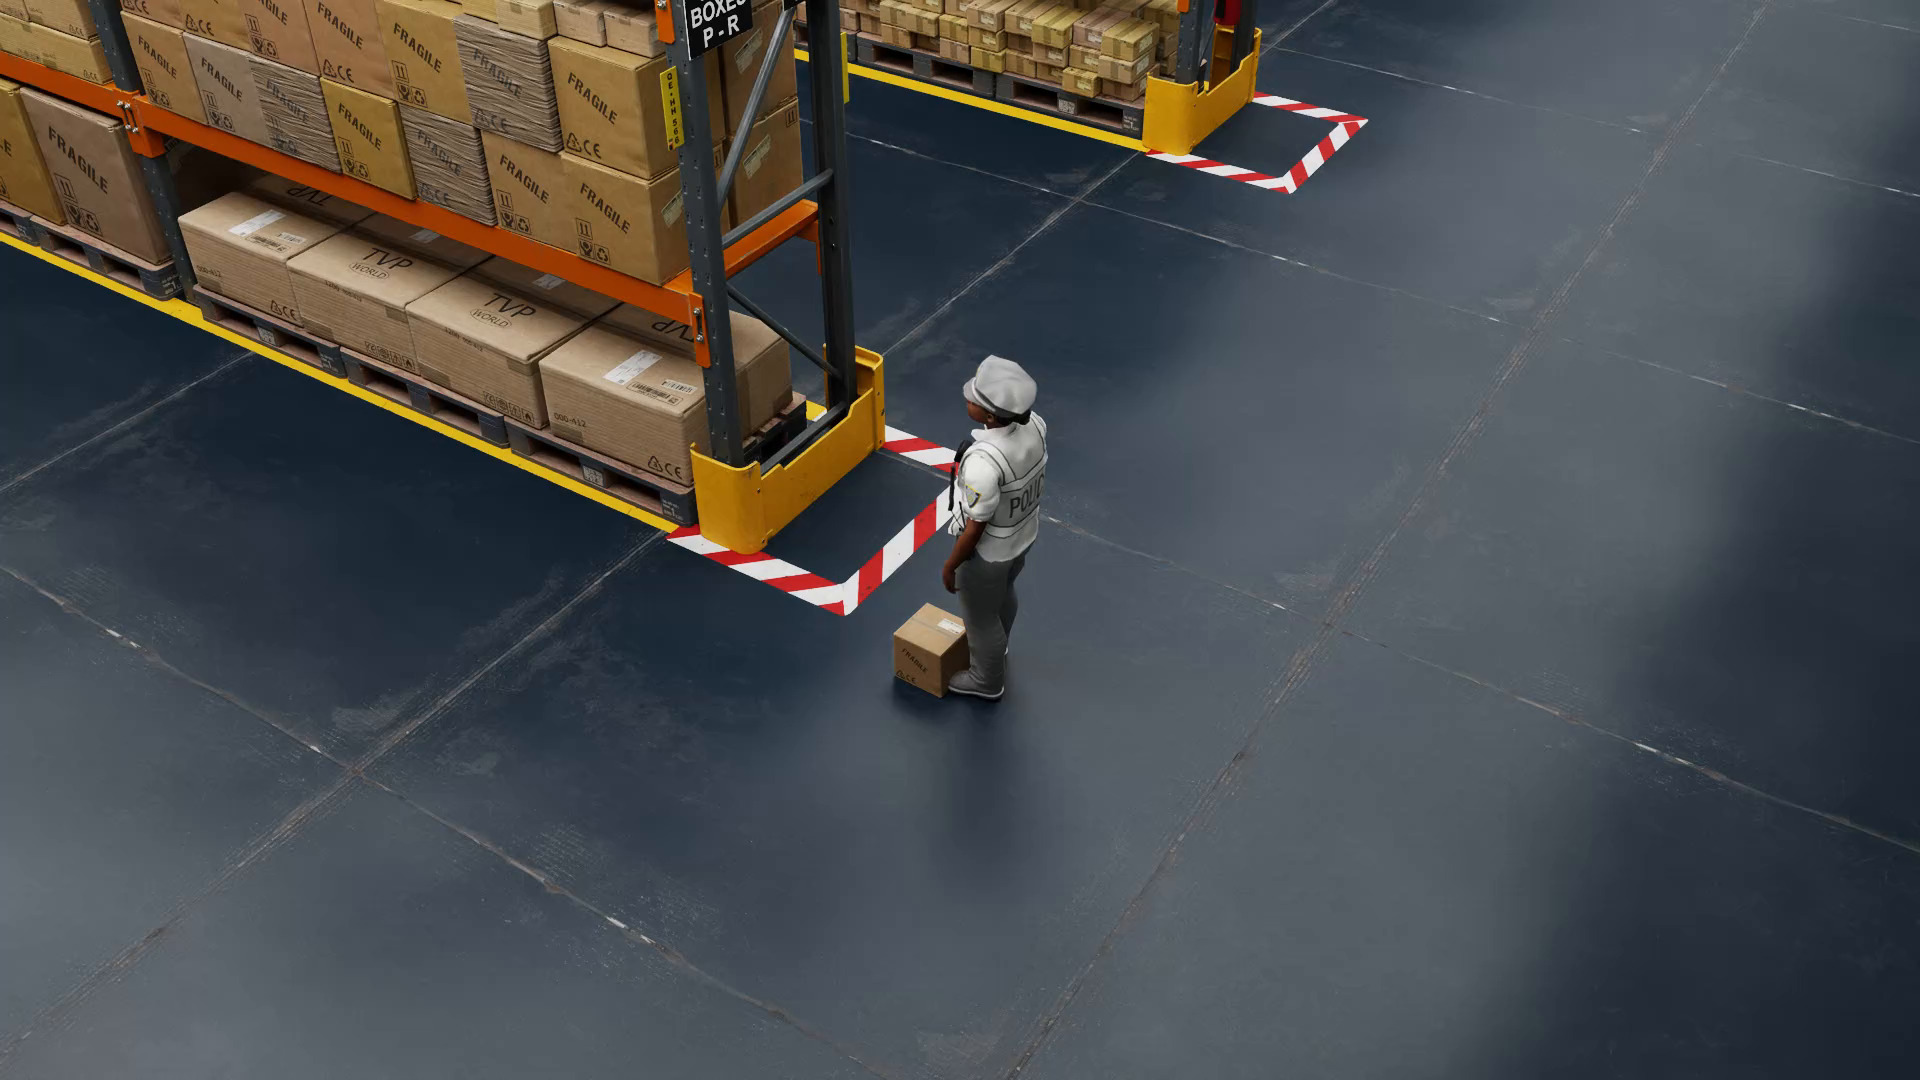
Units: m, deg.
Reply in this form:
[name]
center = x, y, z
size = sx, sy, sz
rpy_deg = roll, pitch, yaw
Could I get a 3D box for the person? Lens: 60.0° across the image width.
[person]
center = 0.078, -0.042, 6.692
size = 0.529, 1.692, 0.569
rpy_deg = 22, 43, 25
